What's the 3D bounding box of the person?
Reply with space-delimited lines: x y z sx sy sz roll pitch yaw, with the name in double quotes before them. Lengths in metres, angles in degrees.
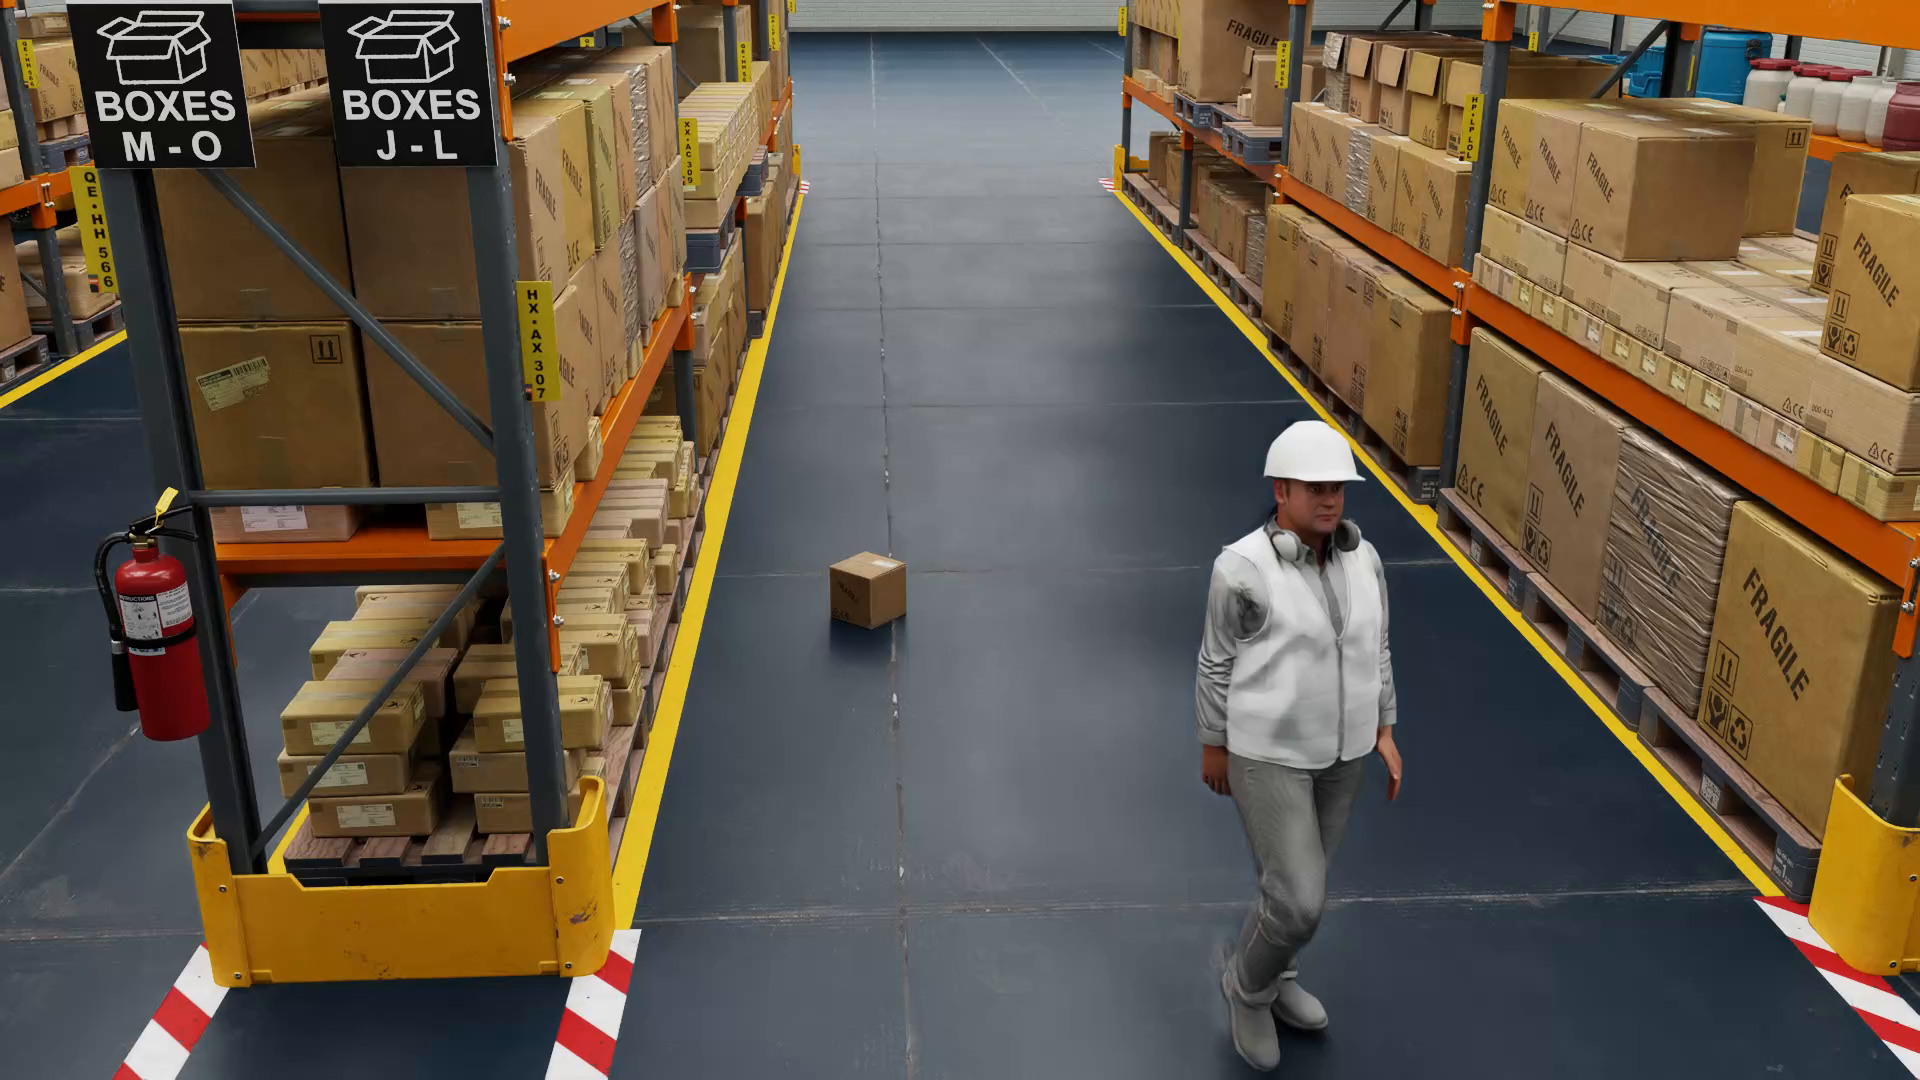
"person" 0.933 0.582 4.452 0.528 1.810 0.483 -10 23 -26
